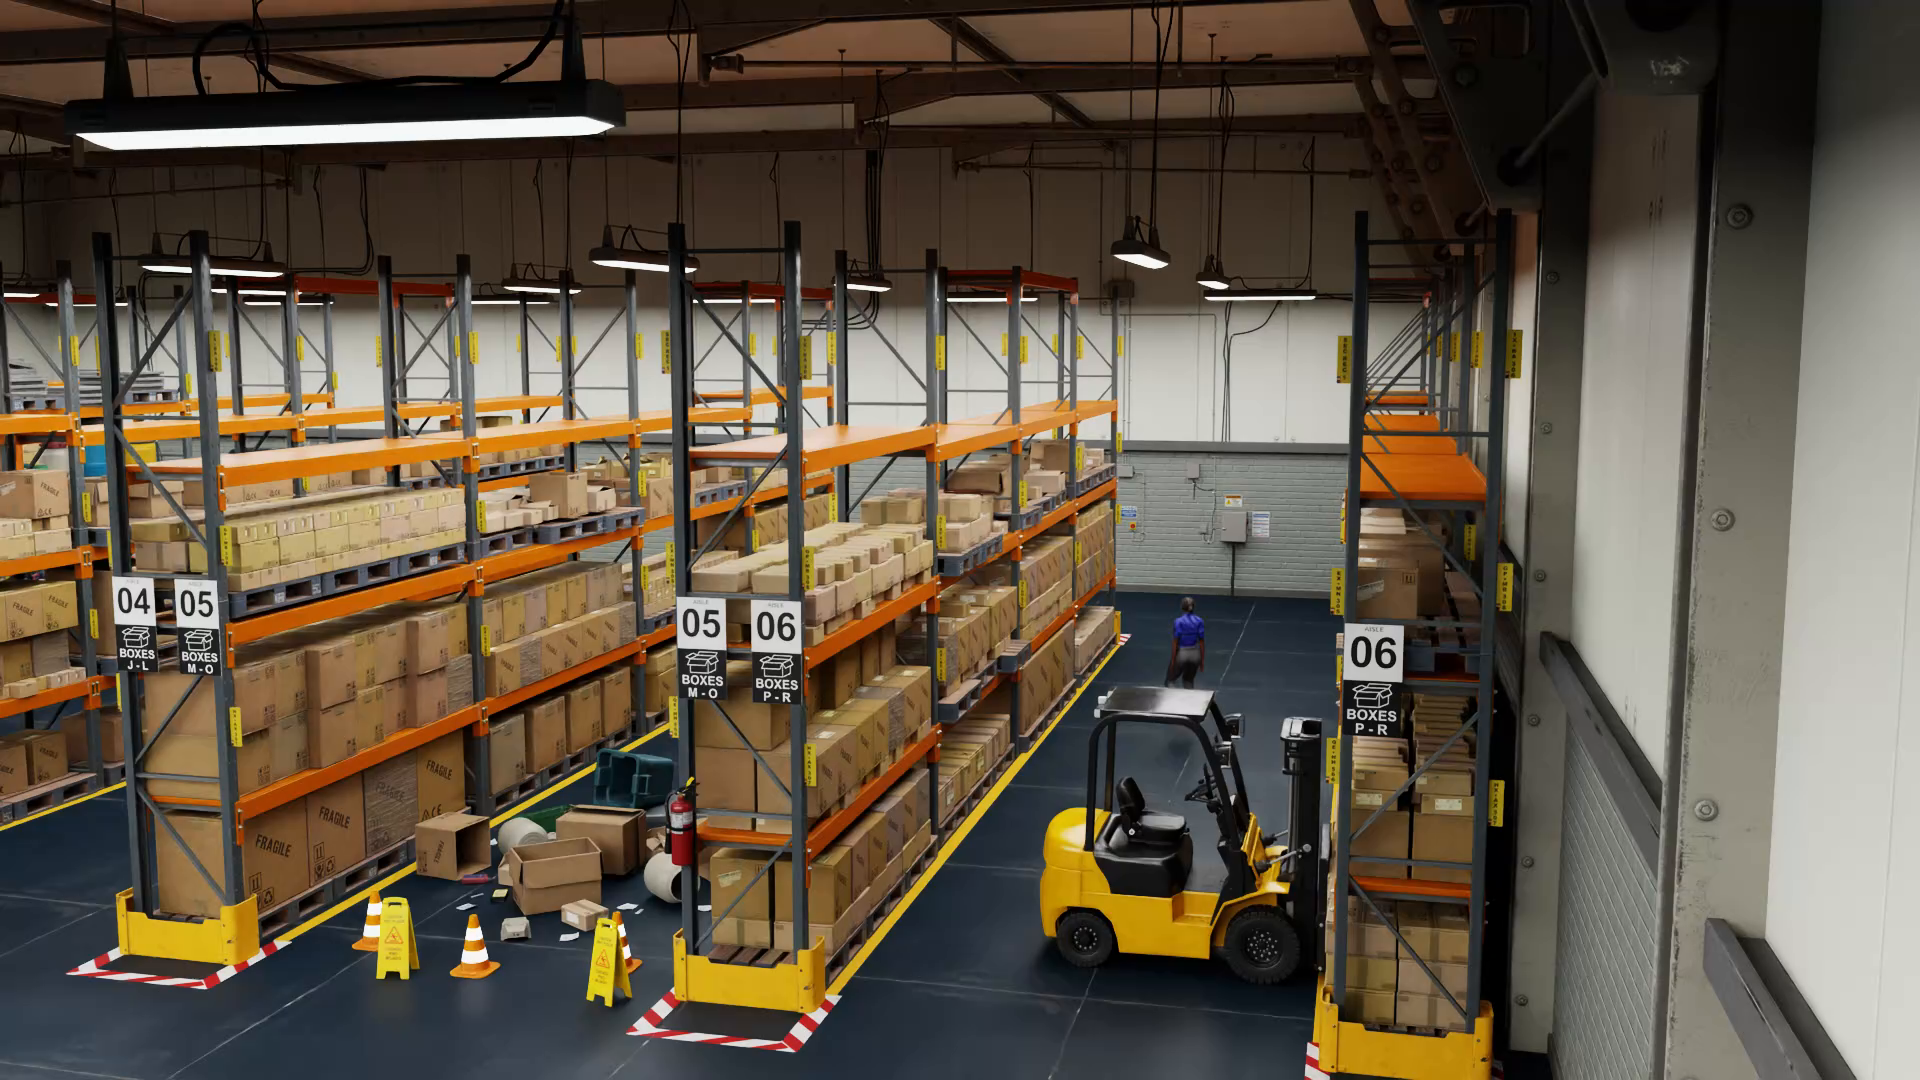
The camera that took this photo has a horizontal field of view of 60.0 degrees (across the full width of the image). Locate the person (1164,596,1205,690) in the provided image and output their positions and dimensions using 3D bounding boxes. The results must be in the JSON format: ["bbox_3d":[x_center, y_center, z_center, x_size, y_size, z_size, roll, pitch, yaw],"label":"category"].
[{"bbox_3d":[2.928,1.550,21.540,0.485,1.627,0.416,-2,7,-16],"label":"person"}]
